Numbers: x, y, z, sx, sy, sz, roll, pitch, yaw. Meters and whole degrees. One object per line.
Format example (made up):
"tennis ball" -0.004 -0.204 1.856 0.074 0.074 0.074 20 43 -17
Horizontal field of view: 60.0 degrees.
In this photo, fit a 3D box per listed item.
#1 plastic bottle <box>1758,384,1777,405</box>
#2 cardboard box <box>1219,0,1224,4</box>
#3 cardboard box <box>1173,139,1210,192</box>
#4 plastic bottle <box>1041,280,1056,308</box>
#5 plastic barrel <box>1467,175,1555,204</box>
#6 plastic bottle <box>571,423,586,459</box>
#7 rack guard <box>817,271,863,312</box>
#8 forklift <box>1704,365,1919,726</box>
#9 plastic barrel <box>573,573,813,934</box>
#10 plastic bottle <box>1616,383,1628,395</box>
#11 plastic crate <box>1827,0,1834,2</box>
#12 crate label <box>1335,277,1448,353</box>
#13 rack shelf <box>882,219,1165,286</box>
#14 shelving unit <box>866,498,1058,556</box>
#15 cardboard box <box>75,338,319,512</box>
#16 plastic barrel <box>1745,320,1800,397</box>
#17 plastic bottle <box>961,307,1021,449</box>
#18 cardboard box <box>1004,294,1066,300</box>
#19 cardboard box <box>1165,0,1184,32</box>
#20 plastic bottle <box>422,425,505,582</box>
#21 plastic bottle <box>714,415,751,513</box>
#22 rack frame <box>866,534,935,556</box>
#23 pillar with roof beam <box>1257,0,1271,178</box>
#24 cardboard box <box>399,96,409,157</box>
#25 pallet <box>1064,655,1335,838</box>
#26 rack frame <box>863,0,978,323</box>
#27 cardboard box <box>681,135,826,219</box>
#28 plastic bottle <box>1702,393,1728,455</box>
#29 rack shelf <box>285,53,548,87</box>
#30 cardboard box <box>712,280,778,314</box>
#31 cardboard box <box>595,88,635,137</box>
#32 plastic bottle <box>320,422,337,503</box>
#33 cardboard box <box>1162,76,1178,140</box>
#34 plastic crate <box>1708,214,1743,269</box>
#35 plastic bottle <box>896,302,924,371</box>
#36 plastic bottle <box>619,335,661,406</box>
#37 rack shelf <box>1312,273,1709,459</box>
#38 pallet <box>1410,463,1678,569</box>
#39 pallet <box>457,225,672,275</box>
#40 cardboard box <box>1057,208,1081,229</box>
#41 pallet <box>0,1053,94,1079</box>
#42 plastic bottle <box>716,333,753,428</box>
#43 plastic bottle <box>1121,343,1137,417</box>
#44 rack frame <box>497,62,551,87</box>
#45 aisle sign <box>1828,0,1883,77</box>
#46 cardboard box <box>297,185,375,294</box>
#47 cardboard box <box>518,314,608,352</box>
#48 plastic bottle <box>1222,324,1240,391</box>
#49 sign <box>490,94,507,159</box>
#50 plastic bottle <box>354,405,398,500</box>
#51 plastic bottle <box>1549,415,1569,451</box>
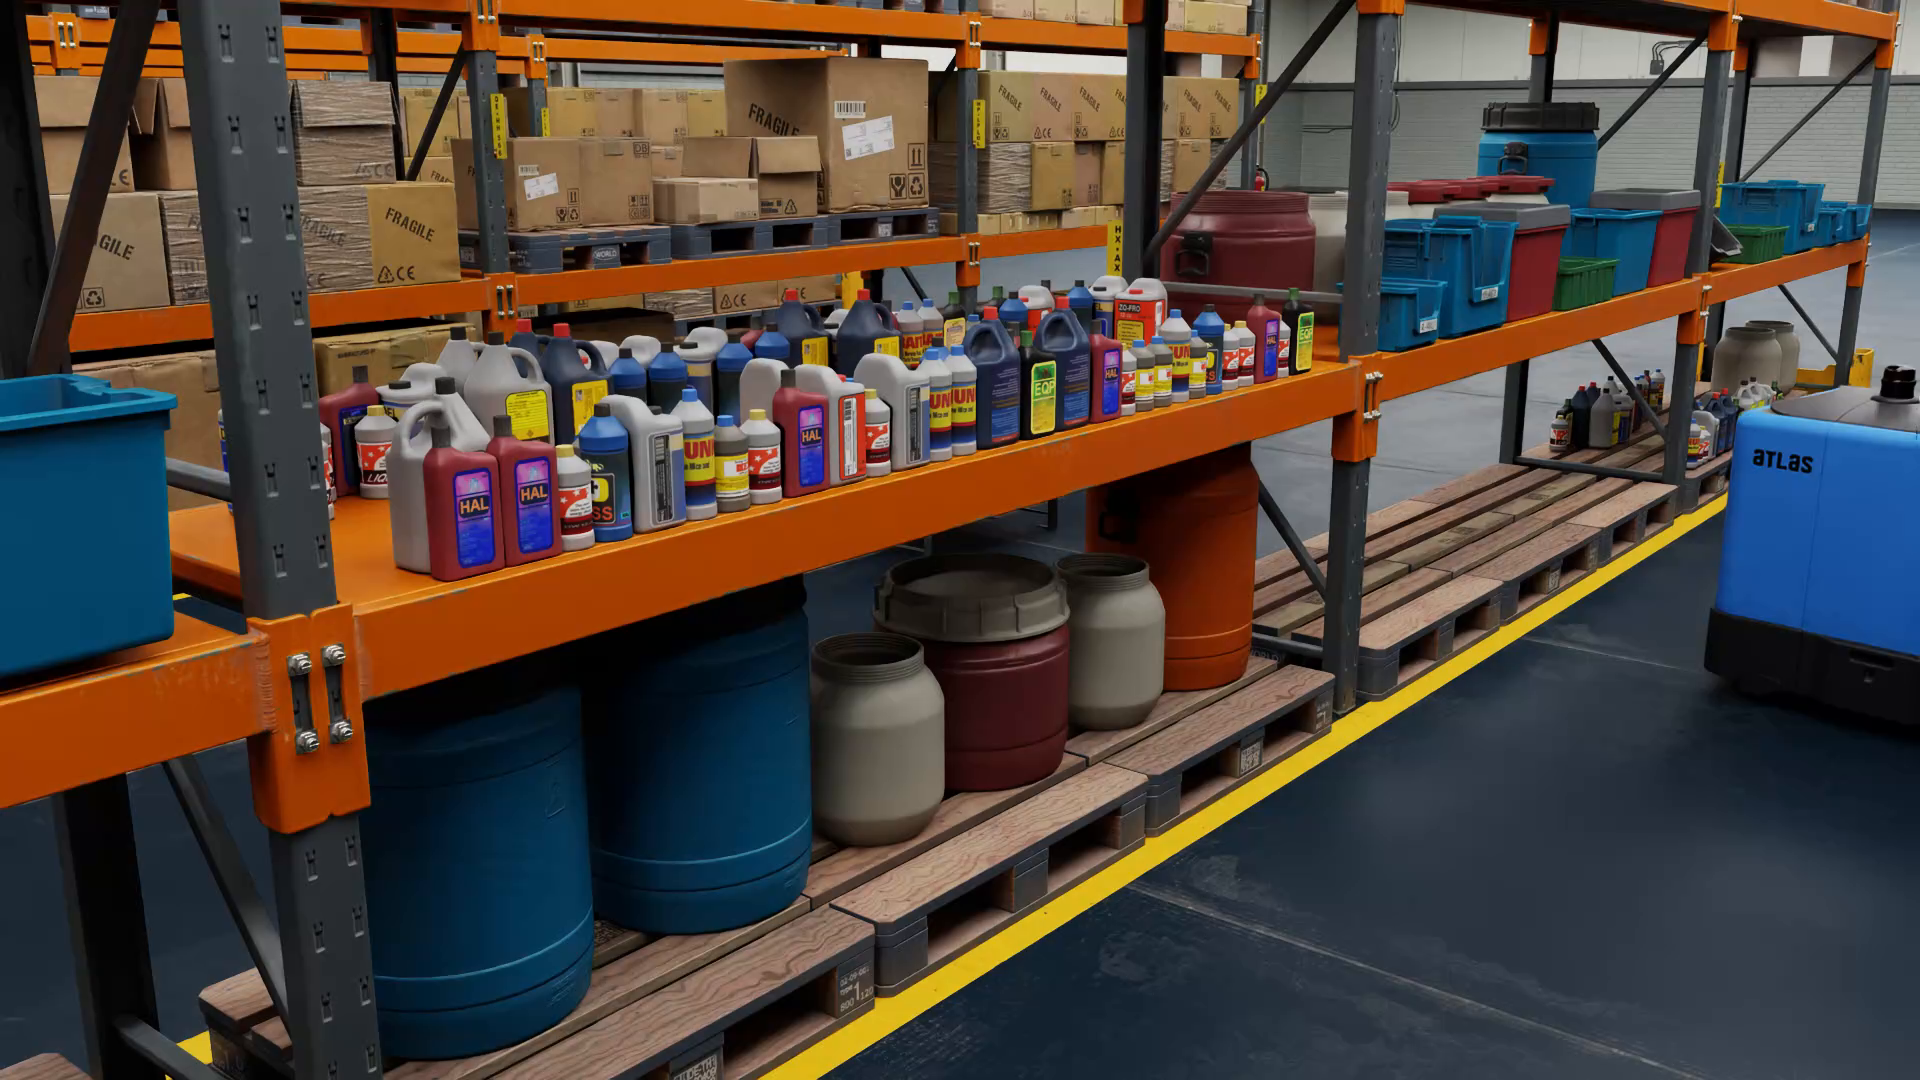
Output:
"plastic bottle" 5.072 -0.855 10.534 0.152 0.276 0.135 11 18 38
"cardboard box" 2.026 -4.633 14.170 0.380 0.149 0.250 11 18 36
"cardboard box" 1.625 -3.169 14.197 0.875 0.500 0.500 11 18 38
"plastic bottle" 0.271 -0.748 5.711 0.061 0.283 0.133 11 18 38
"plastic barrel" 2.779 -1.576 8.457 0.433 0.535 0.433 0 14 0
"plastic bottle" -0.769 -0.146 3.510 0.097 0.201 0.097 0 14 0
"rack guard" -1.567 -2.772 18.518 1.175 0.500 0.348 11 18 38
"forklift" 4.203 -0.659 5.263 1.130 2.935 3.031 -12 19 -39
"plastic barrel" -0.677 0.449 4.171 0.600 0.901 0.708 11 18 38
"plastic bottle" 4.160 -0.849 10.512 0.152 0.276 0.135 12 18 39
"plastic crate" 5.101 -3.459 10.089 0.392 0.384 0.575 11 18 38
"crate label" 1.593 -0.835 6.156 0.303 0.233 0.416 11 18 38
"rack shelf" 0.956 -2.460 13.675 1.077 0.370 4.000 11 18 38
"shelving unit" -0.004 -0.544 8.479 0.538 1.125 1.048 11 18 38
"cardboard box" -3.832 -0.535 8.099 1.225 0.875 0.875 11 18 38
"plastic barrel" 5.711 -1.285 11.789 0.421 0.512 0.421 0 14 0
"plastic bottle" 0.064 -0.422 4.291 0.144 0.351 0.185 11 18 38
"cardboard box" 0.664 -1.730 13.564 0.500 0.500 0.500 9 17 33
"cardboard box" 1.467 -4.248 13.466 0.500 0.250 0.500 12 18 39
"plastic bottle" -0.915 -0.075 3.062 0.061 0.283 0.133 11 18 38
"plastic bottle" -0.505 -0.167 3.592 0.097 0.201 0.097 0 14 0
"rack frame" -0.324 -0.447 8.096 0.500 1.125 0.032 11 18 38
"pillar with roof beam" 11.706 -13.485 43.431 9.100 9.000 0.400 11 18 38
"cardboard box" -5.043 -3.454 13.893 0.700 0.500 0.500 11 18 38
"pallet" 0.574 0.616 5.770 1.003 0.211 1.213 11 18 38
"rack frame" -0.302 -2.426 12.079 1.000 3.000 0.127 11 18 38
"cardboard box" -1.319 -2.333 10.651 0.797 0.503 0.637 14 20 43
"plastic bottle" 4.381 -0.679 9.689 0.144 0.351 0.185 12 18 39
"rack shelf" -6.753 -5.447 19.343 1.077 0.370 4.000 11 18 38
"cardboard box" -2.508 -2.843 17.186 0.875 0.875 0.875 11 18 37
"cardboard box" -3.582 -3.997 15.768 0.875 0.550 0.550 11 18 38
"plastic bottle" -1.429 -0.183 3.653 0.097 0.201 0.097 0 14 0
"cardboard box" 1.433 -3.533 13.601 0.500 0.500 0.500 11 18 38
"plastic crate" 3.979 -1.710 9.387 0.767 0.338 0.504 11 18 38
"plastic bottle" -0.162 -0.603 5.165 0.097 0.271 0.097 0 14 0
"plastic bottle" -0.850 -0.385 4.297 0.152 0.276 0.135 11 18 38
"rack shelf" 2.294 -0.927 7.643 1.077 0.370 4.000 11 18 38
"pallet" 3.088 -0.151 8.789 1.003 0.211 1.213 11 18 38
"pallet" -2.451 -1.720 9.689 1.213 0.211 1.003 11 18 38
"cardboard box" 0.709 -2.487 12.832 0.380 0.149 0.250 11 18 38
"pallet" -1.909 1.371 2.796 1.003 0.211 1.213 11 18 38
"plastic bottle" -0.595 -0.411 4.411 0.097 0.271 0.097 0 14 0
"plastic bottle" 0.454 -0.459 4.742 0.097 0.201 0.097 0 14 0
"rack frame" -5.496 -4.725 21.131 1.000 3.000 0.127 11 18 38
"aisle sign" 6.341 -3.653 11.630 0.394 0.787 0.004 11 18 38
"cardboard box" -3.251 -1.481 8.156 0.500 0.500 0.500 11 18 37
"cardboard box" -2.418 -1.158 9.748 0.500 0.250 0.500 12 19 40
"plastic bottle" 0.822 -0.571 5.183 0.097 0.201 0.097 0 14 0
"sign" -2.382 -2.135 8.585 0.100 0.325 0.005 11 18 38
"plastic bottle" -1.298 -0.199 3.717 0.097 0.201 0.097 0 14 0
"plastic bottle" 3.537 -0.634 9.815 0.097 0.201 0.097 0 14 0
